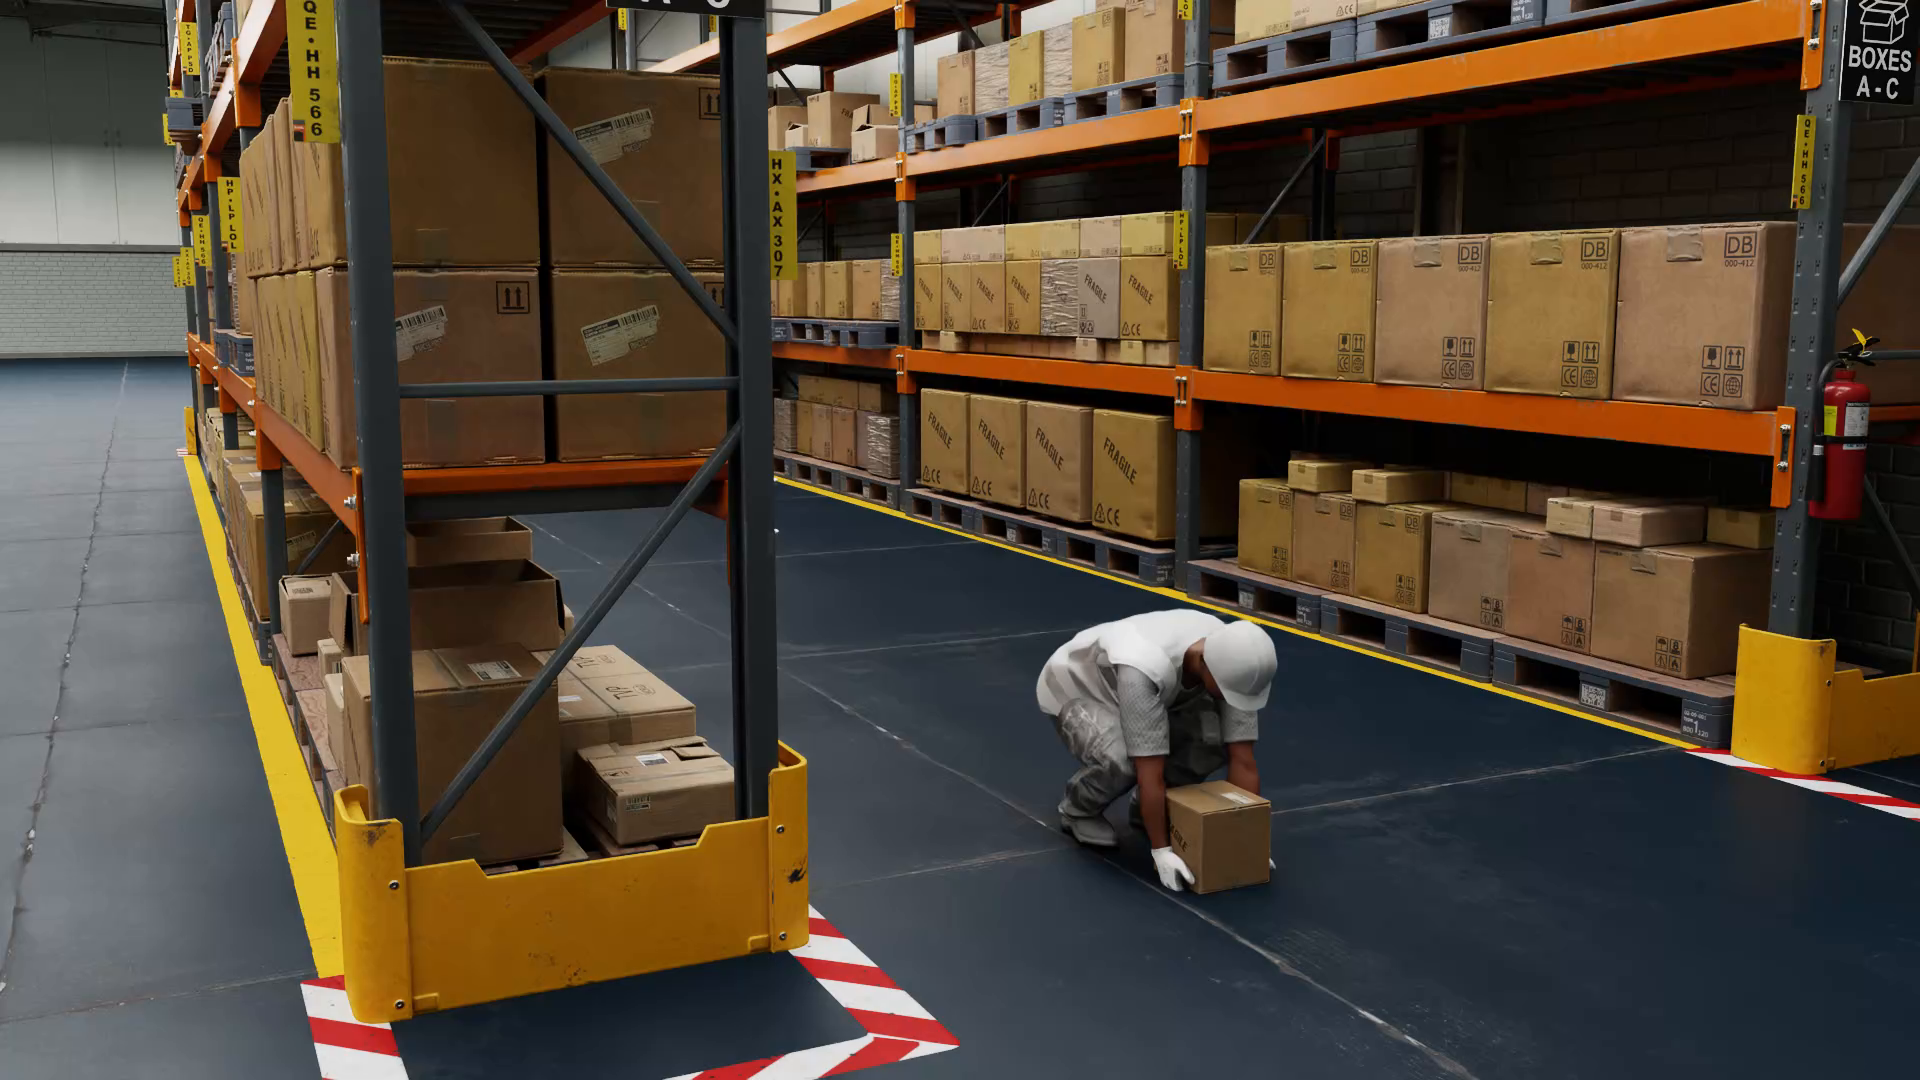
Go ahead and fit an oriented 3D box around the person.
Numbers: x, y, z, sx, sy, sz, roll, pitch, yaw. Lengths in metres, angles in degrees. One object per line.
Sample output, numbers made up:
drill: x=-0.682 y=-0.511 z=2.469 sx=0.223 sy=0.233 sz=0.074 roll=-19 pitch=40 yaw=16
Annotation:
person: x=0.635 y=0.625 z=5.238 sx=0.569 sy=0.878 sz=0.946 roll=-4 pitch=9 yaw=-27
